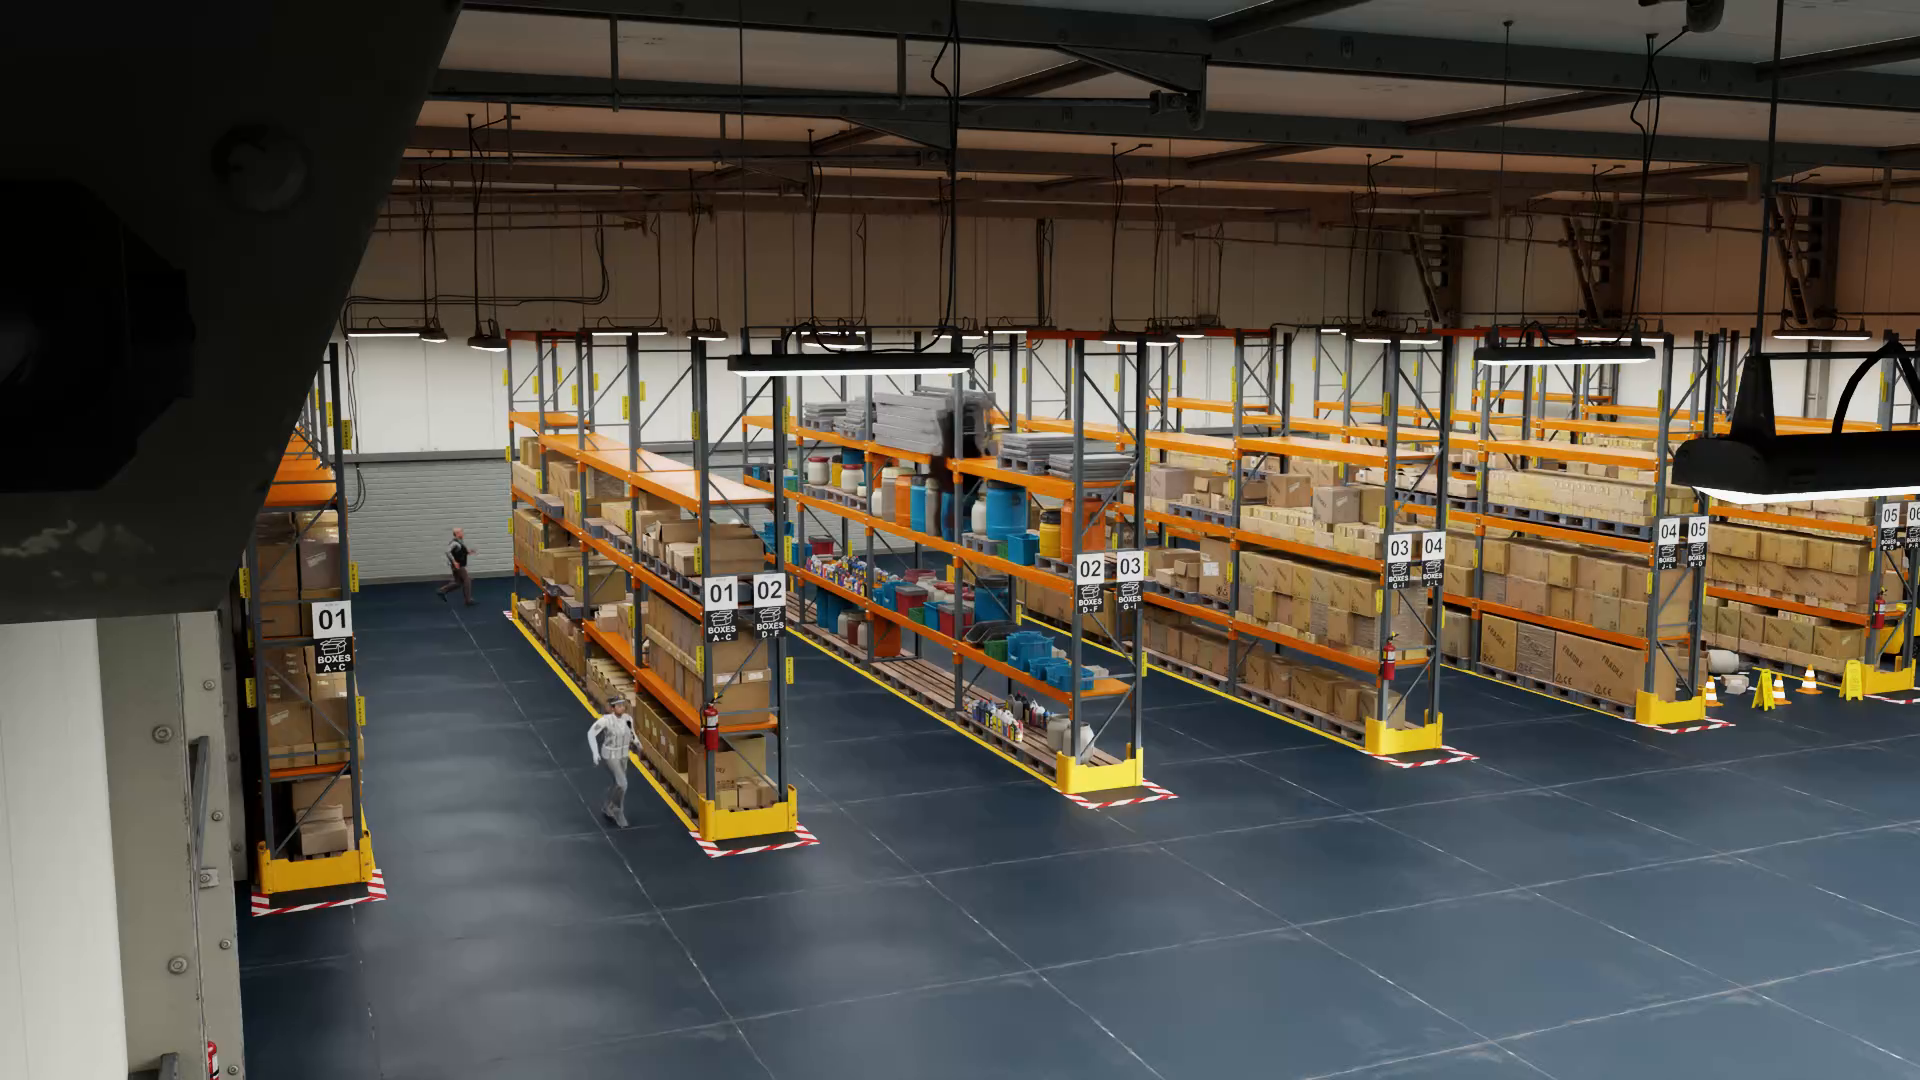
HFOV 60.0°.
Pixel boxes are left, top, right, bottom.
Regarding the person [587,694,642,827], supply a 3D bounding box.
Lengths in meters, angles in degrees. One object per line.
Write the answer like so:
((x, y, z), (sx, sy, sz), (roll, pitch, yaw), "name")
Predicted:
((-4.269, 2.726, 20.631), (0.796, 1.697, 0.581), (7, 10, 40), "person")

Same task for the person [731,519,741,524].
((-5.254, 0.389, 37.538), (0.855, 1.722, 0.754), (-2, 8, -12), "person")

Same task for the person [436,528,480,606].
((-10.884, 0.581, 35.964), (0.908, 1.701, 0.646), (-2, 8, -14), "person")
